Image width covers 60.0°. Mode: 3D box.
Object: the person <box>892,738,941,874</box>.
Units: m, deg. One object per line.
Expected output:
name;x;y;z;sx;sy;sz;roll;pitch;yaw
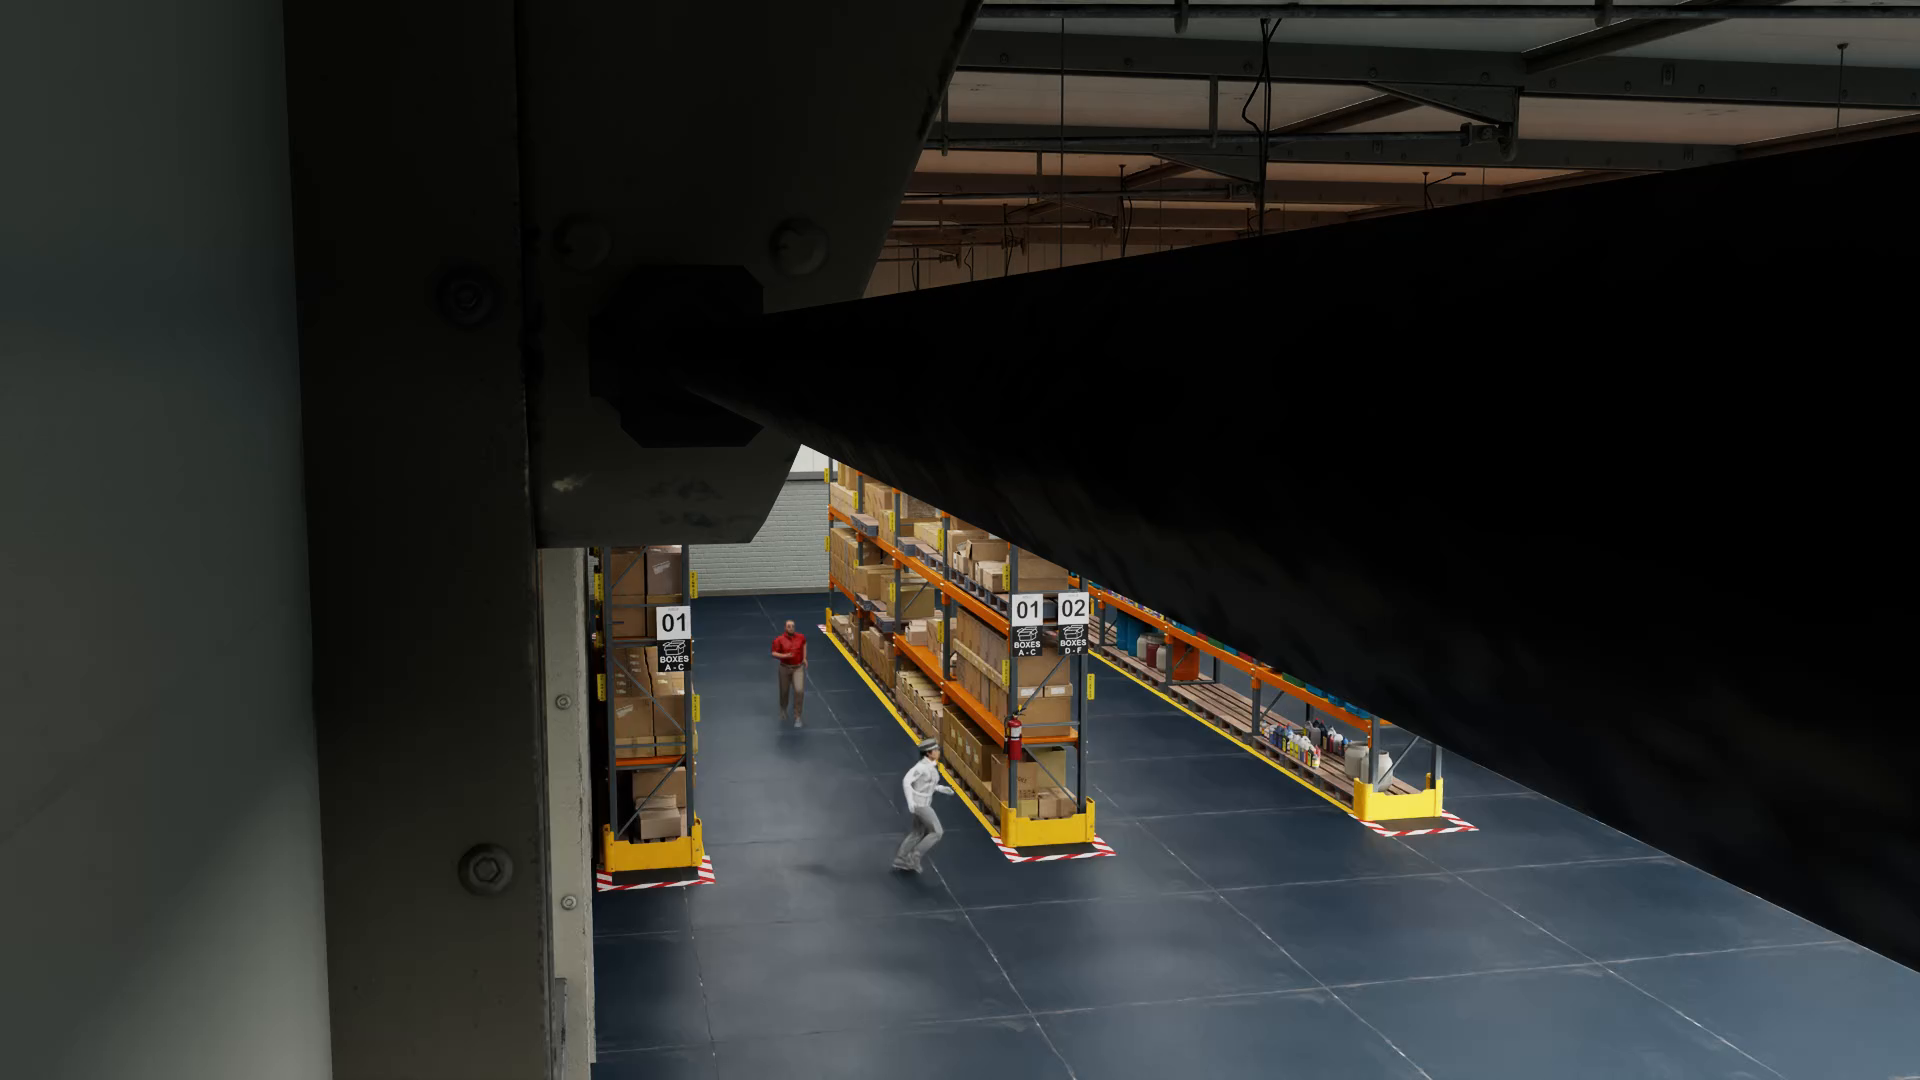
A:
person;-0.511;3.167;19.878;0.580;1.659;0.281;1;7;7

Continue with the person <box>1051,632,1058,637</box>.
person;1.846;1.848;30.665;0.648;1.716;0.700;-4;8;-29

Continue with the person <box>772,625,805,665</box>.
person;-2.837;1.730;27.569;0.603;0.683;0.460;-2;7;-14
